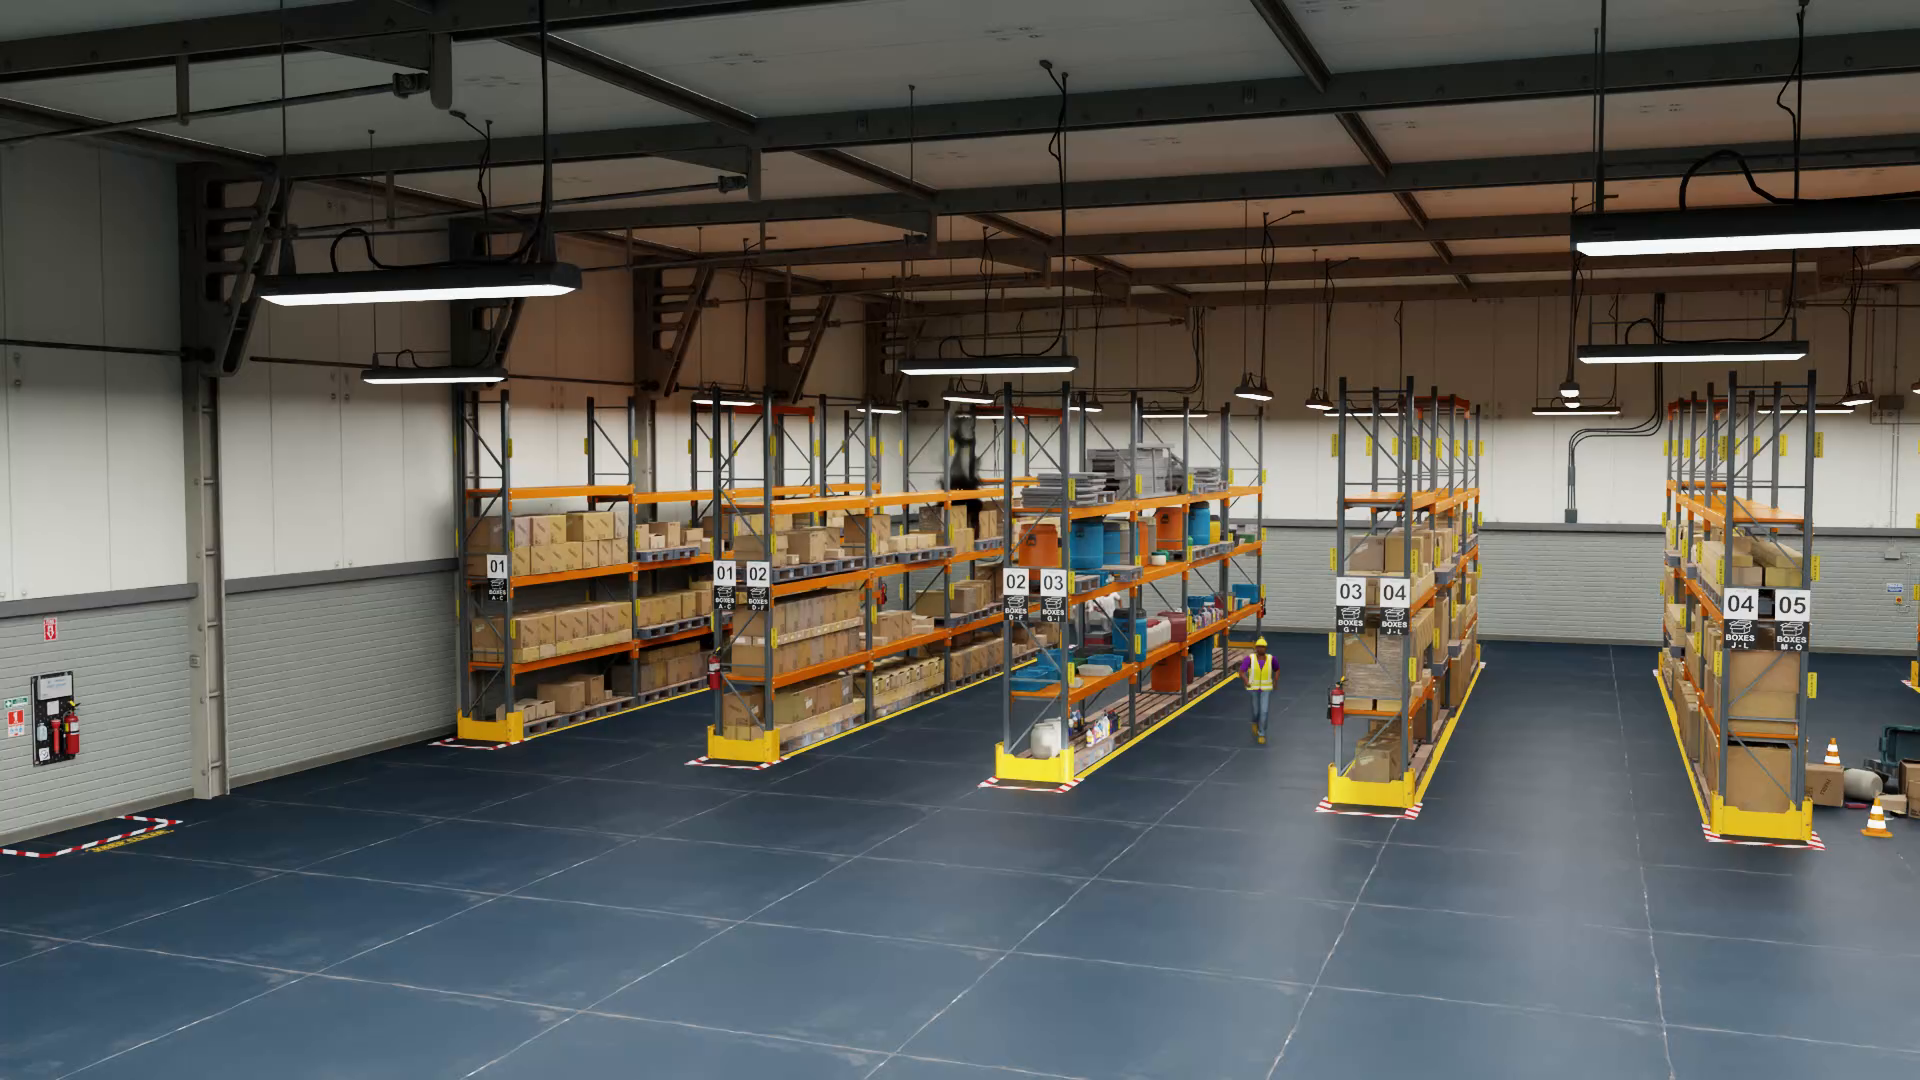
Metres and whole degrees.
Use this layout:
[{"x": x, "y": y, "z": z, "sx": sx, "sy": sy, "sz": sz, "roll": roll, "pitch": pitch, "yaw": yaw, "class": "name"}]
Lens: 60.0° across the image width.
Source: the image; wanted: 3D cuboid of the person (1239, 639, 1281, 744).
[{"x": 5.132, "y": 2.560, "z": 28.465, "sx": 0.707, "sy": 1.756, "sz": 0.883, "roll": 0, "pitch": 3, "yaw": 9, "class": "person"}]

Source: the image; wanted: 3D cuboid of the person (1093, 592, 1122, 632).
[{"x": 3.600, "y": 1.896, "z": 40.652, "sx": 0.716, "sy": 1.771, "sz": 0.746, "roll": 0, "pitch": 3, "yaw": 5, "class": "person"}]

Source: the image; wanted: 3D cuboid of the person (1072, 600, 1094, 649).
[{"x": 2.737, "y": 1.851, "z": 37.128, "sx": 0.520, "sy": 1.607, "sz": 0.780, "roll": 1, "pitch": 3, "yaw": 12, "class": "person"}]

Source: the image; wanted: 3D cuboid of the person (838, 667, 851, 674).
[{"x": -2.368, "y": 2.117, "z": 34.091, "sx": 0.583, "sy": 1.657, "sz": 0.801, "roll": 1, "pitch": 3, "yaw": 16, "class": "person"}]
